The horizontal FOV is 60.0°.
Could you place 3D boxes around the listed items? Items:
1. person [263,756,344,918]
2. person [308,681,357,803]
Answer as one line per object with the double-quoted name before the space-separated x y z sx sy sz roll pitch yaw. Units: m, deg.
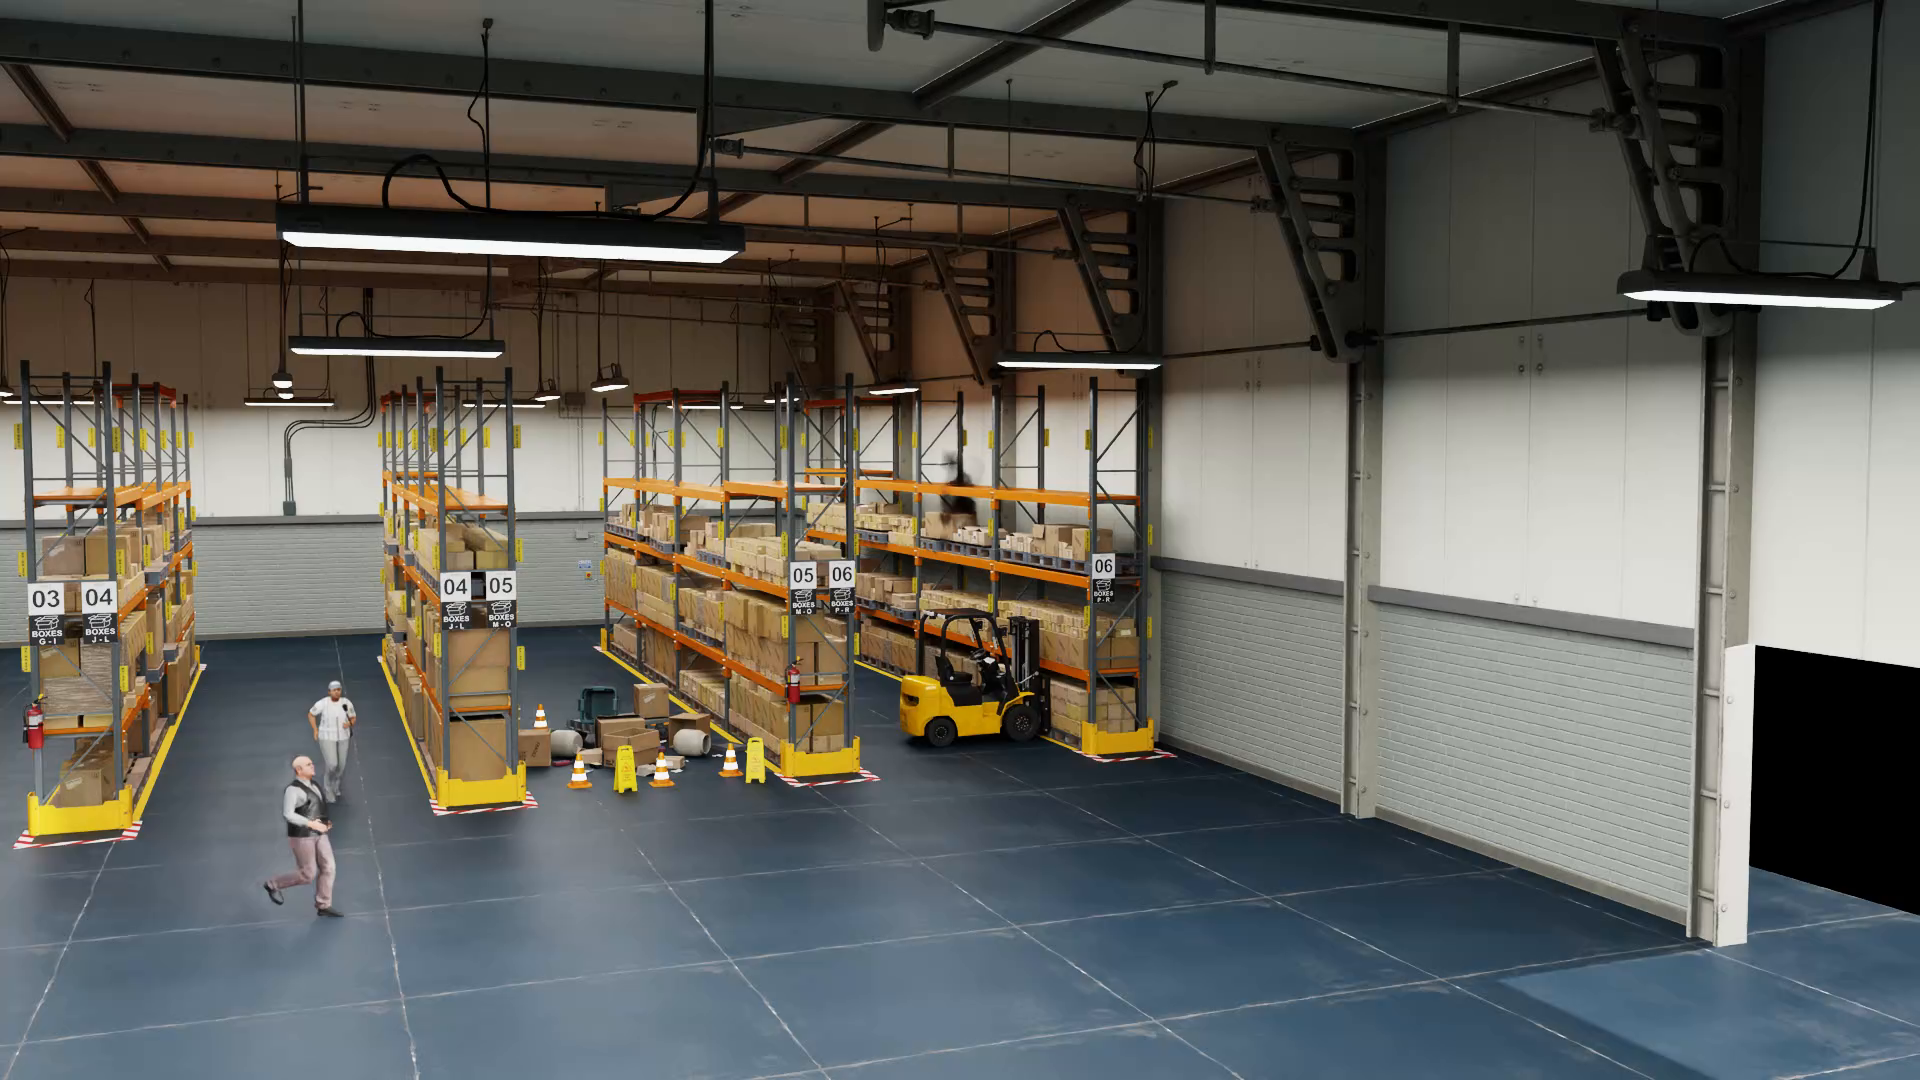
"person" -6.874 3.110 17.433 0.831 1.707 0.670 0 3 8
"person" -8.670 2.802 23.074 0.580 1.705 0.669 -3 4 -37
